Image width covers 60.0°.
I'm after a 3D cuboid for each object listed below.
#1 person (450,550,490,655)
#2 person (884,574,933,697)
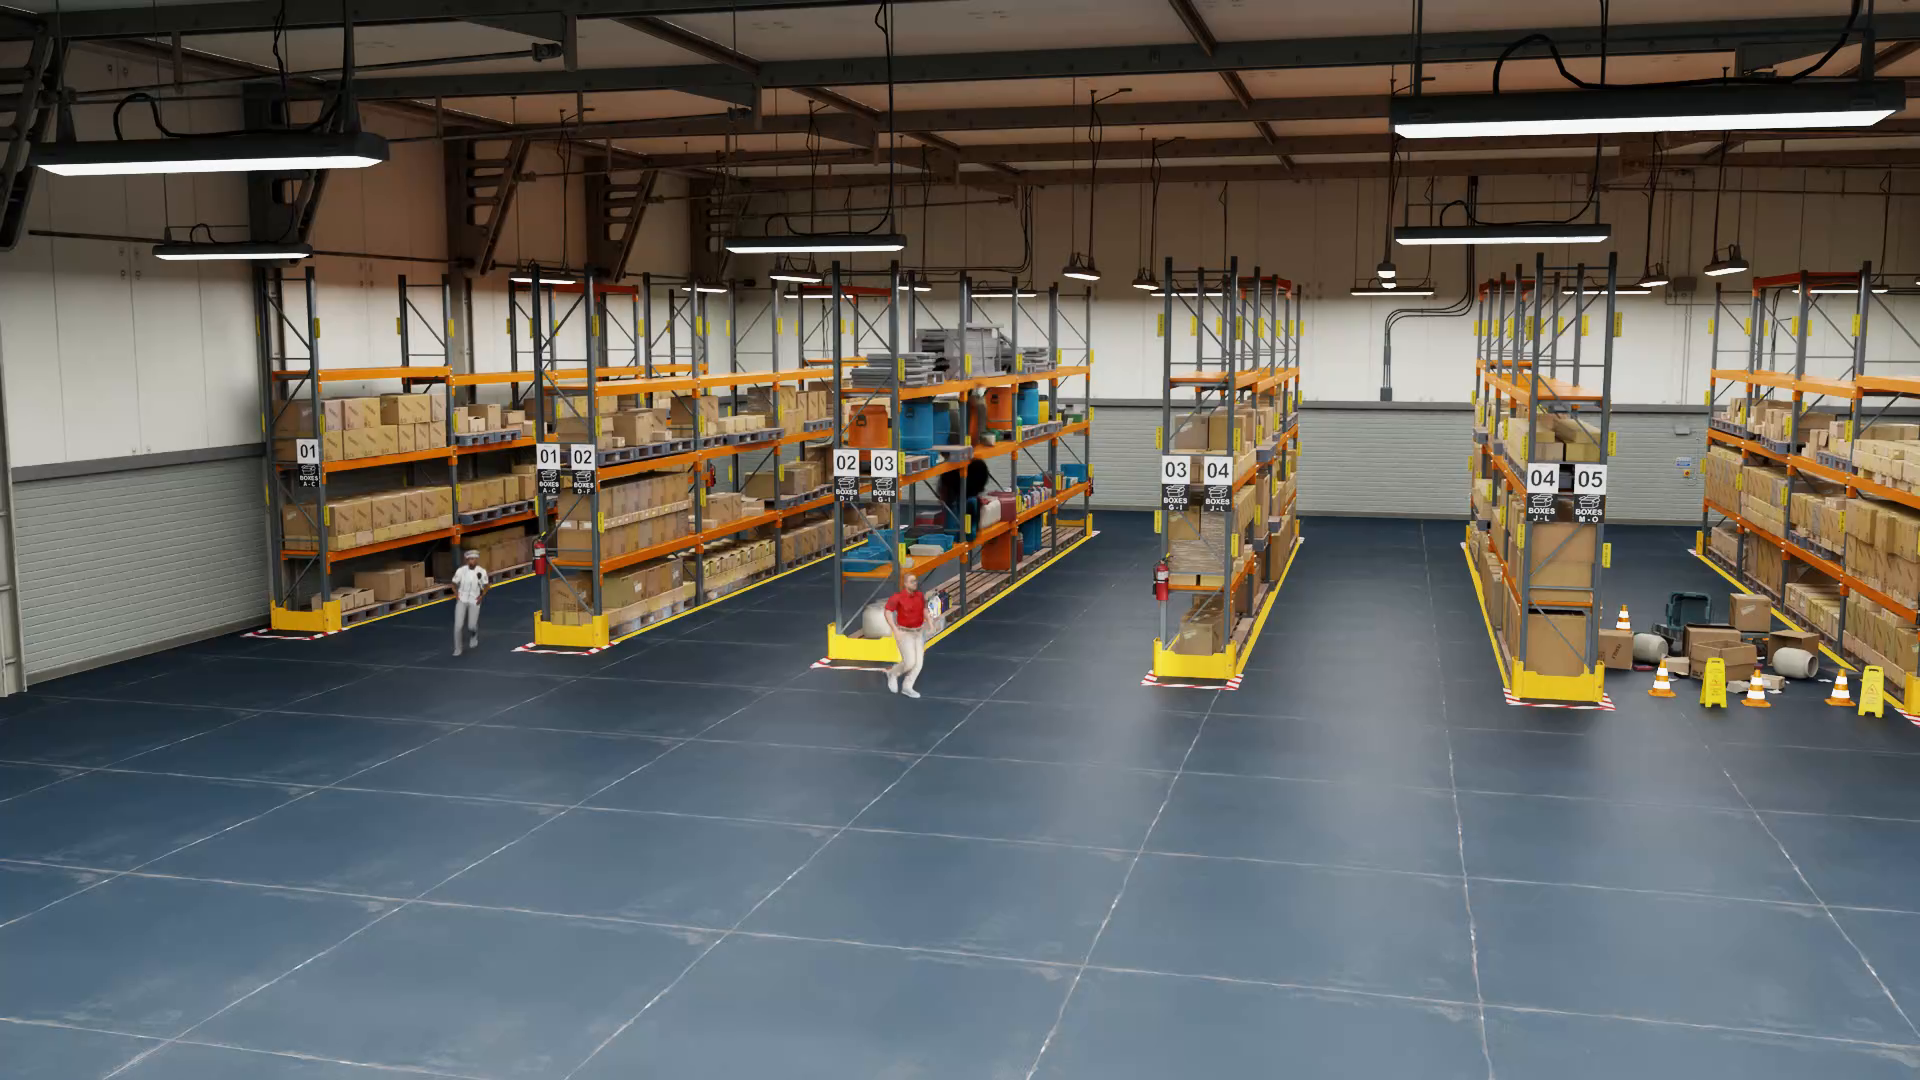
[{"bbox_3d":[-7.585,0.952,25.751,0.578,1.624,0.537,-2,7,-12],"label":"person"},{"bbox_3d":[-0.685,1.297,22.711,0.678,1.697,0.597,-7,10,-43],"label":"person"}]
